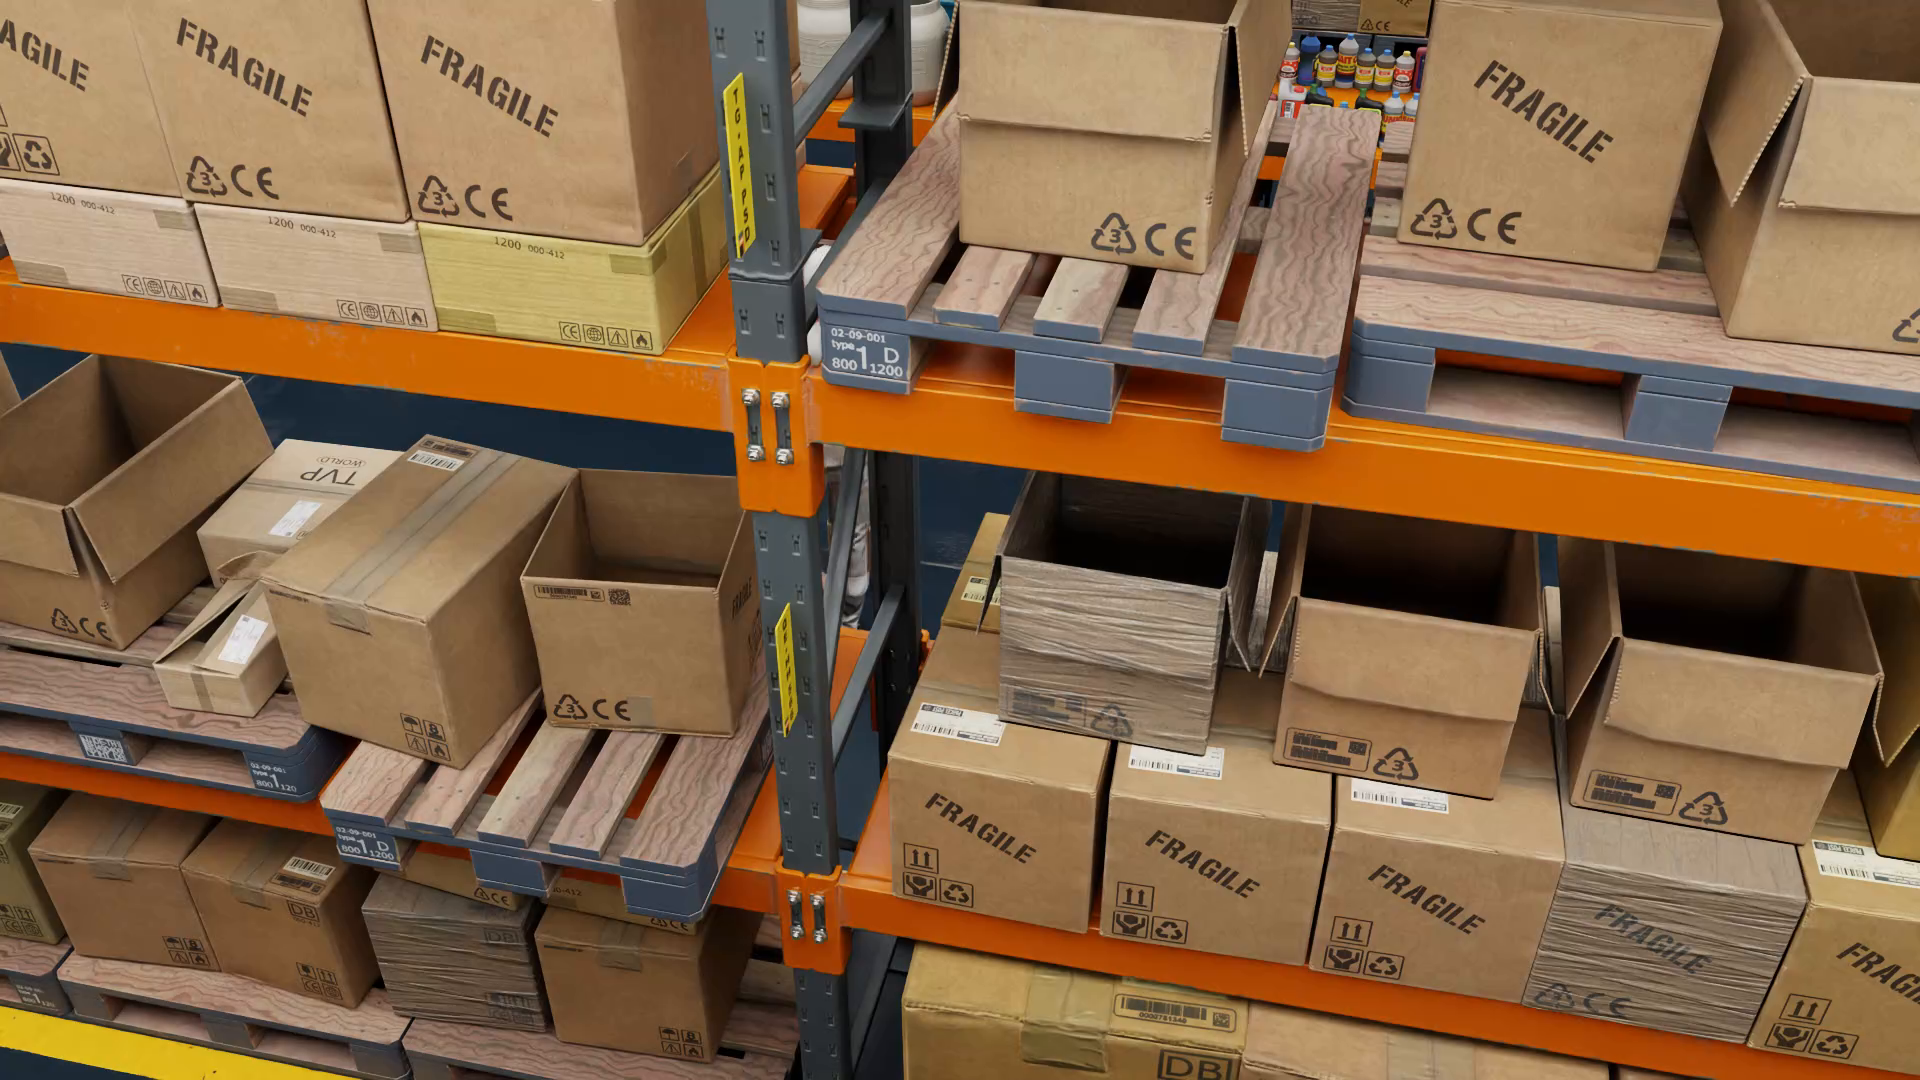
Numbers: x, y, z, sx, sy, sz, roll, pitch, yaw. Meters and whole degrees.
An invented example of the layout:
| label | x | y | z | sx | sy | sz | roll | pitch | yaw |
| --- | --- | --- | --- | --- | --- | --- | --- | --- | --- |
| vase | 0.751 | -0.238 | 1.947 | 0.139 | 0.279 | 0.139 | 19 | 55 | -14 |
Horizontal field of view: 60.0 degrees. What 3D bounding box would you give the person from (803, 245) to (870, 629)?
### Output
| label | x | y | z | sx | sy | sz | roll | pitch | yaw |
| --- | --- | --- | --- | --- | --- | --- | --- | --- | --- |
| person | -0.546 | -0.422 | 6.688 | 0.577 | 1.788 | 0.587 | -7 | 37 | -9 |
